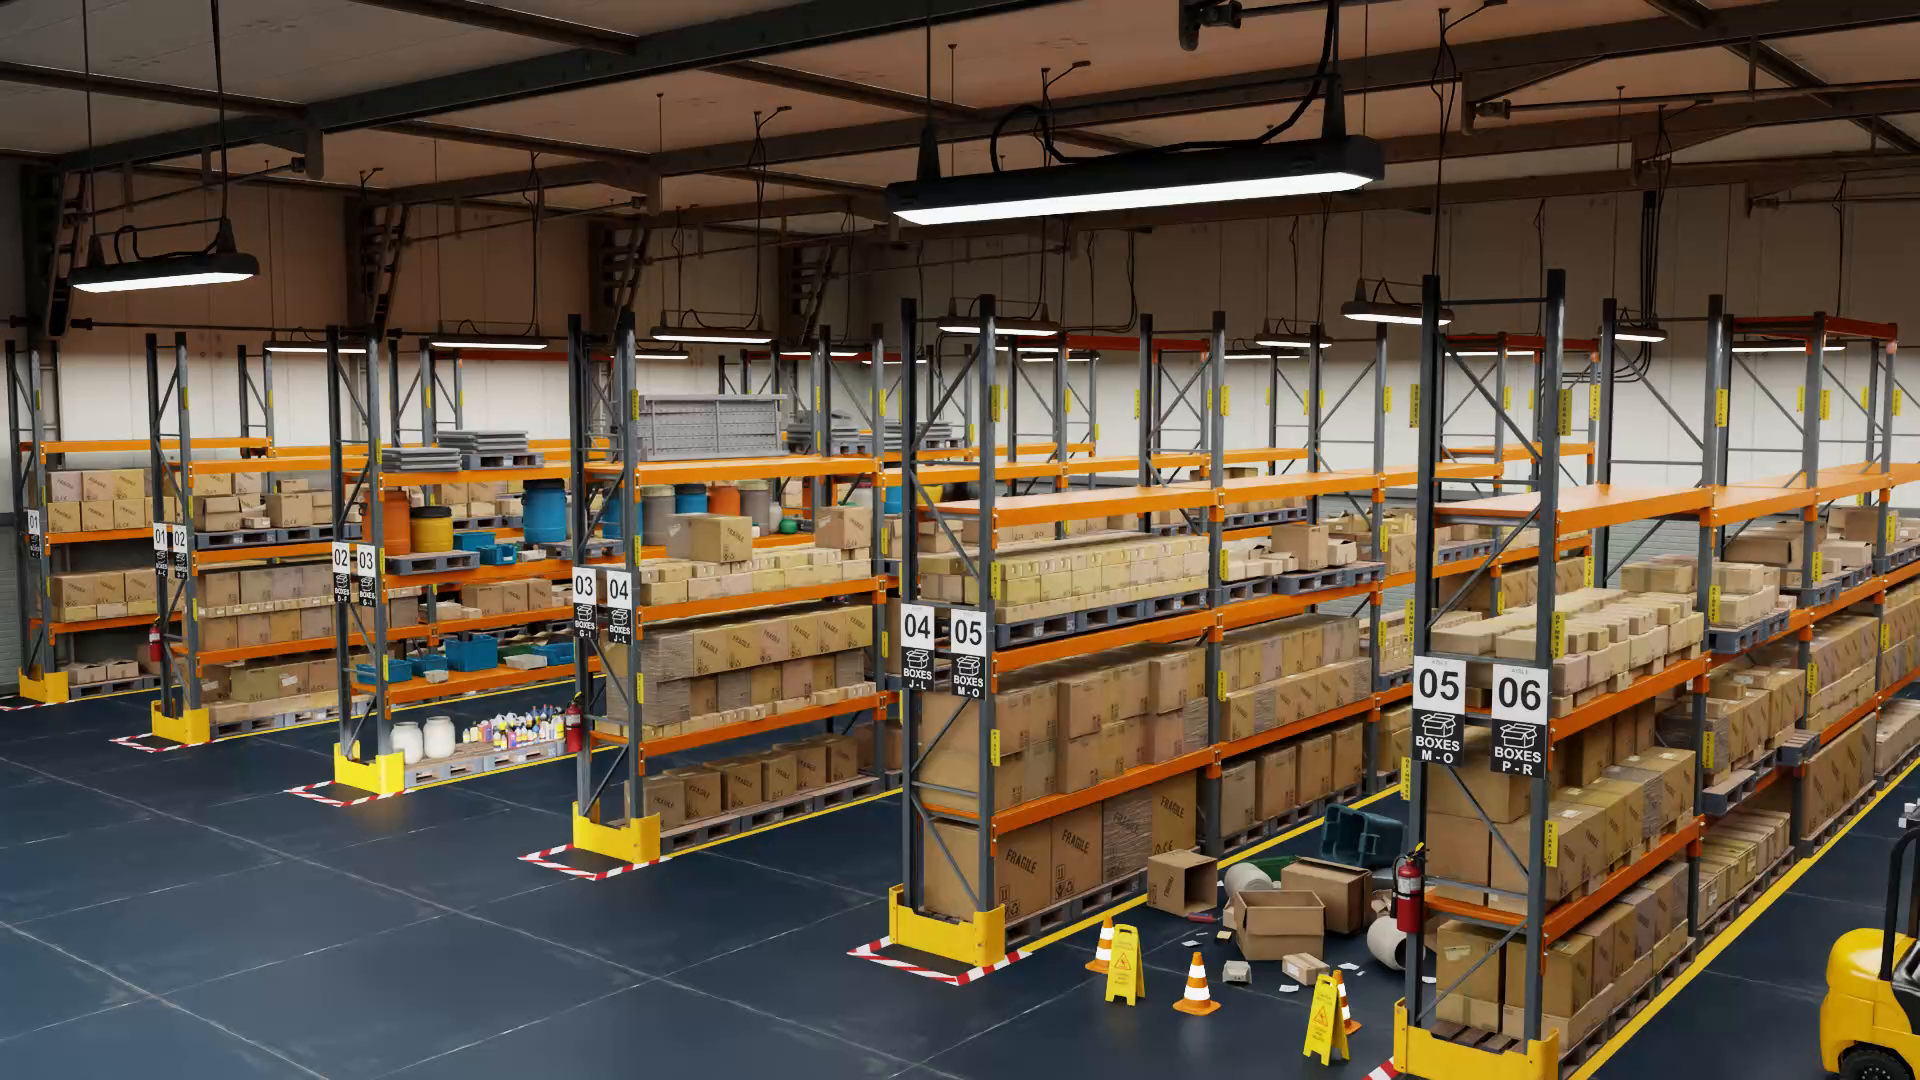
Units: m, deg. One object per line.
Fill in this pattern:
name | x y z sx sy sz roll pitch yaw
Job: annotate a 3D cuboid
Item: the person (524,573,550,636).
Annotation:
person | -8.182 1.399 32.005 0.630 1.794 0.502 -1 5 -8
